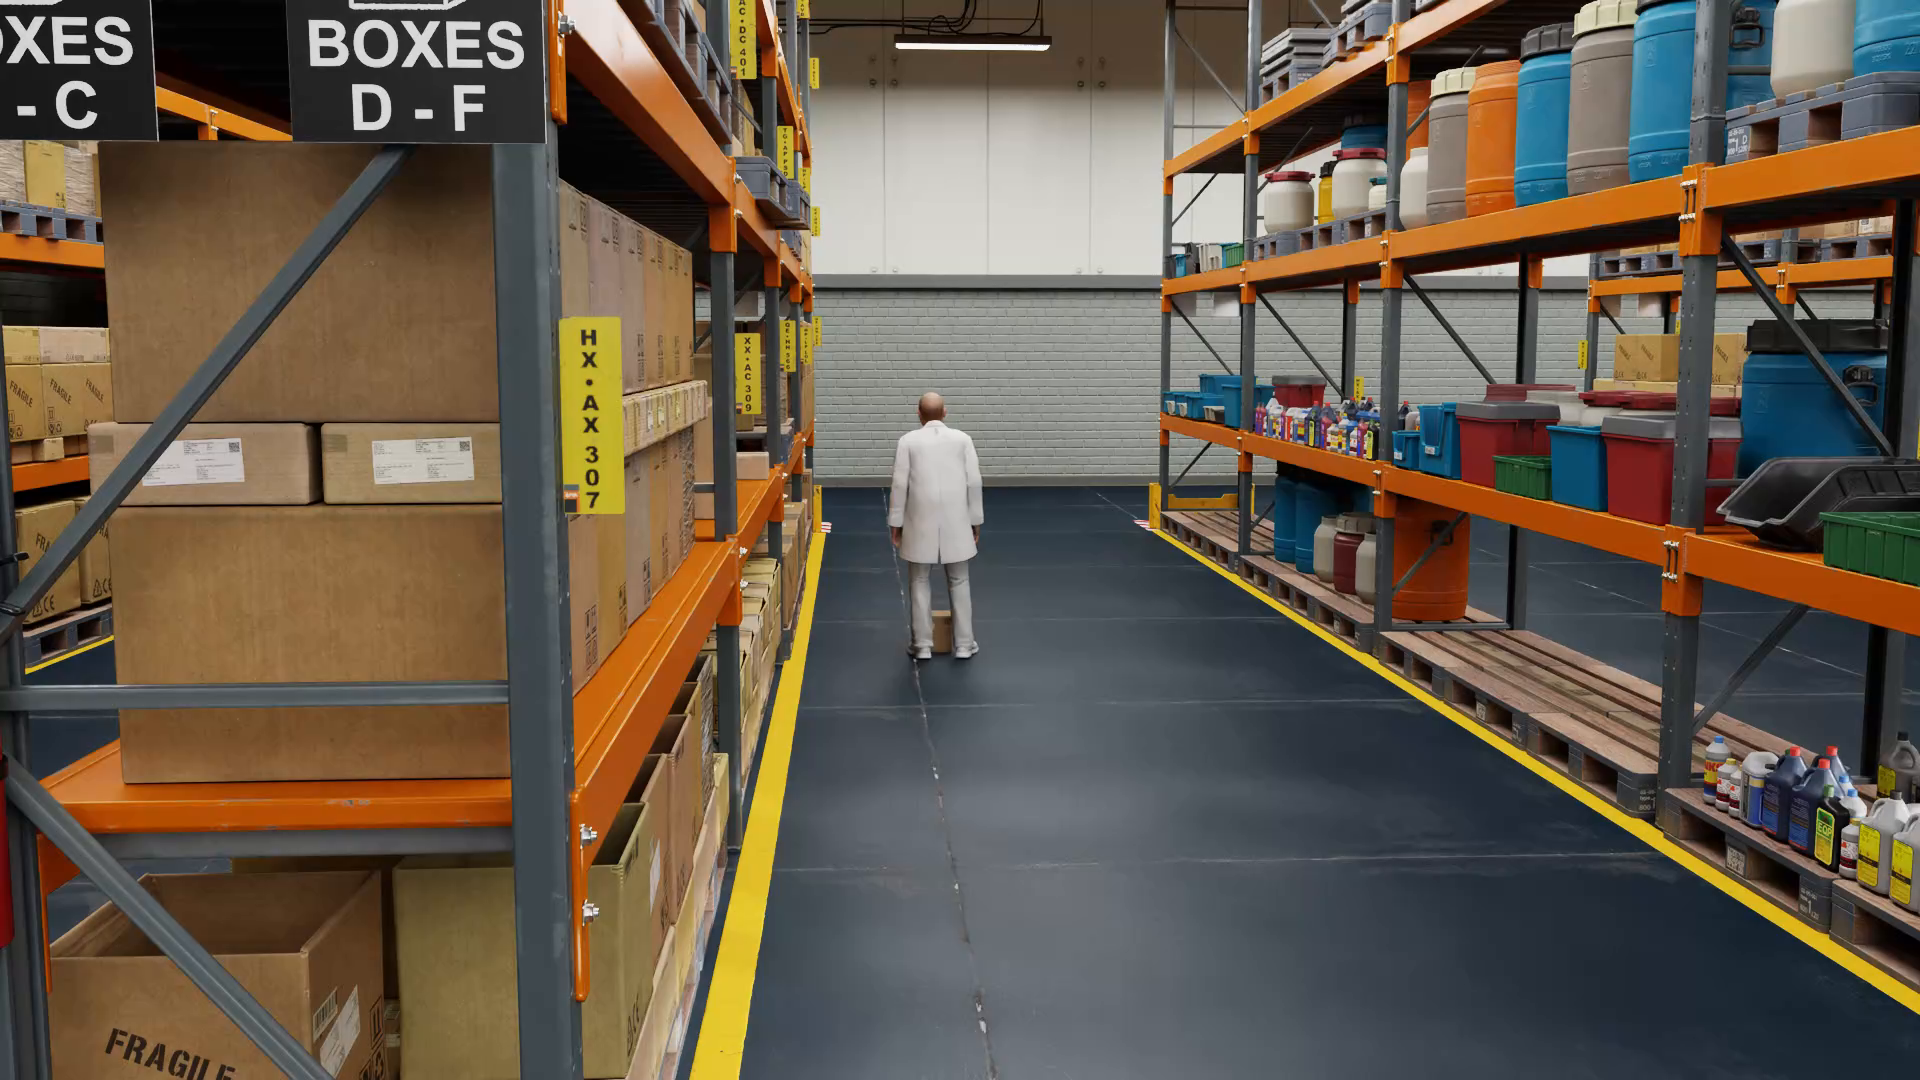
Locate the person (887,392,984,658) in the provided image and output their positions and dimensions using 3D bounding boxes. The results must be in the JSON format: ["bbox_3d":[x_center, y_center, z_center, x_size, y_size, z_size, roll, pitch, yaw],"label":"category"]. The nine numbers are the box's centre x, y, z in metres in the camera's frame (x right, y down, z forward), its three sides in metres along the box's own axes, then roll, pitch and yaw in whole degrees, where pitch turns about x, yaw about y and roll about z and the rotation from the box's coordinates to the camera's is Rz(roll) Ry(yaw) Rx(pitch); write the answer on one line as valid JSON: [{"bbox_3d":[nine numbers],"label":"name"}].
[{"bbox_3d":[-0.164,-0.098,11.140,0.649,1.773,0.433,-1,7,-7],"label":"person"}]
